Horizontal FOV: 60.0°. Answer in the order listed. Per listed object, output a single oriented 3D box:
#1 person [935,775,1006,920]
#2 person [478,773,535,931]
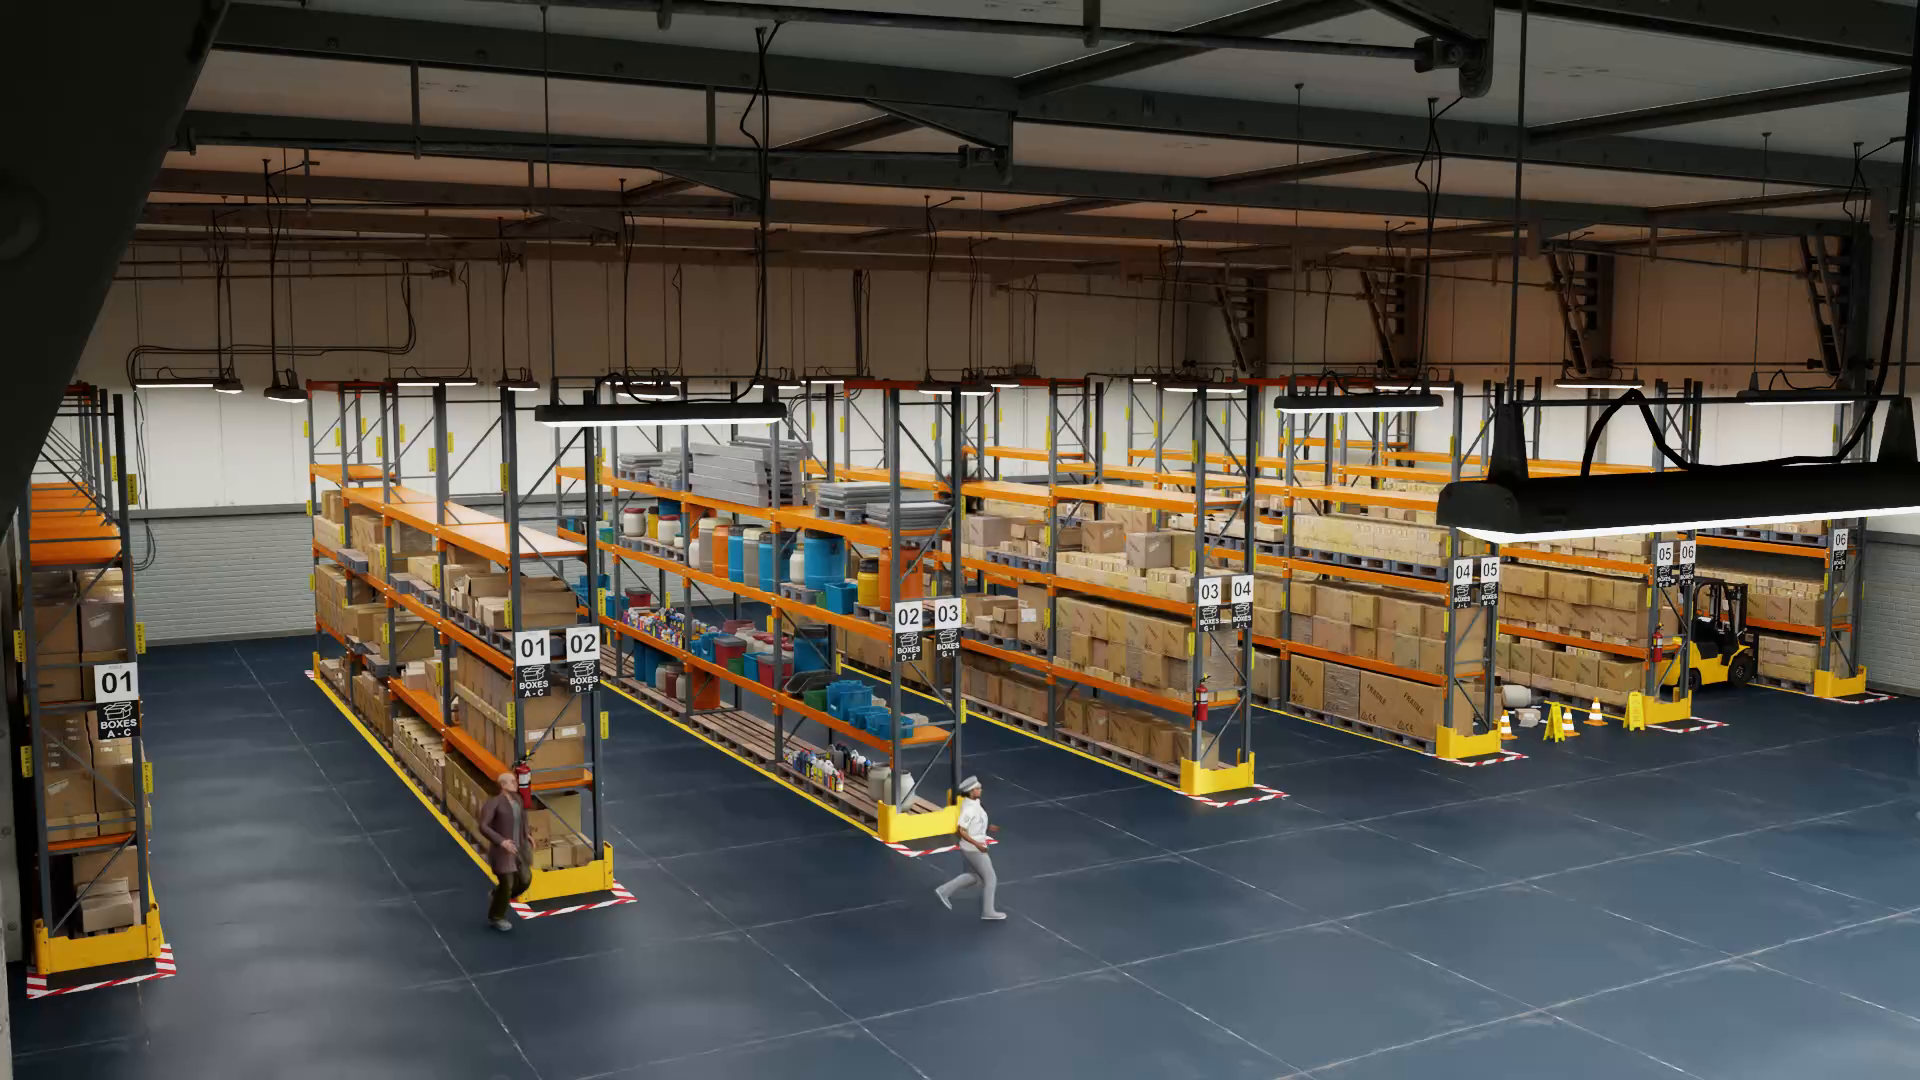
[{"bbox_3d":[0.123,3.493,18.886,0.815,1.666,0.588,0,6,-2],"label":"person"},{"bbox_3d":[-5.084,3.532,18.740,0.563,1.642,0.771,3,7,26],"label":"person"}]
